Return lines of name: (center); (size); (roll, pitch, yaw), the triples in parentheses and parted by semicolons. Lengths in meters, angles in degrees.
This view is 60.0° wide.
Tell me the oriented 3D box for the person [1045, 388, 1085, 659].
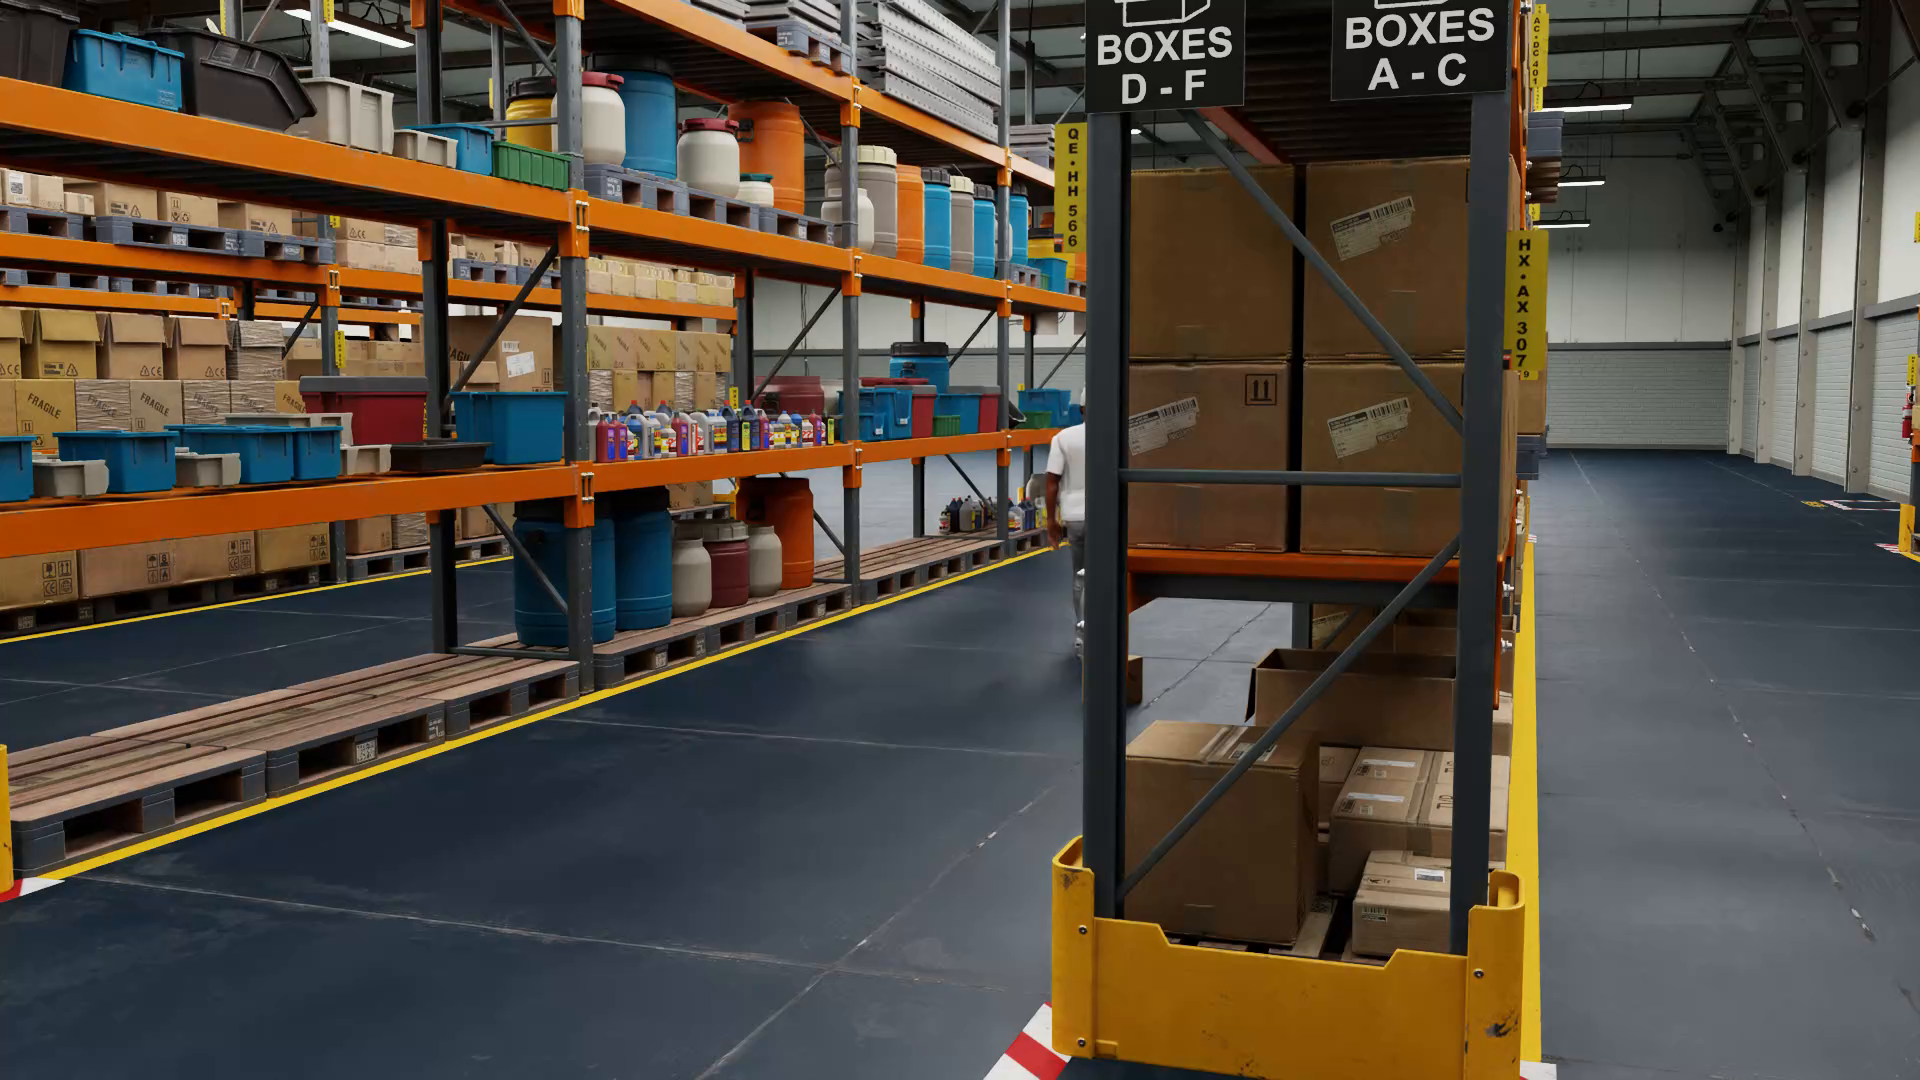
person: (0.887, -0.124, 10.660); (0.569, 1.763, 0.880); (2, 6, 26)
